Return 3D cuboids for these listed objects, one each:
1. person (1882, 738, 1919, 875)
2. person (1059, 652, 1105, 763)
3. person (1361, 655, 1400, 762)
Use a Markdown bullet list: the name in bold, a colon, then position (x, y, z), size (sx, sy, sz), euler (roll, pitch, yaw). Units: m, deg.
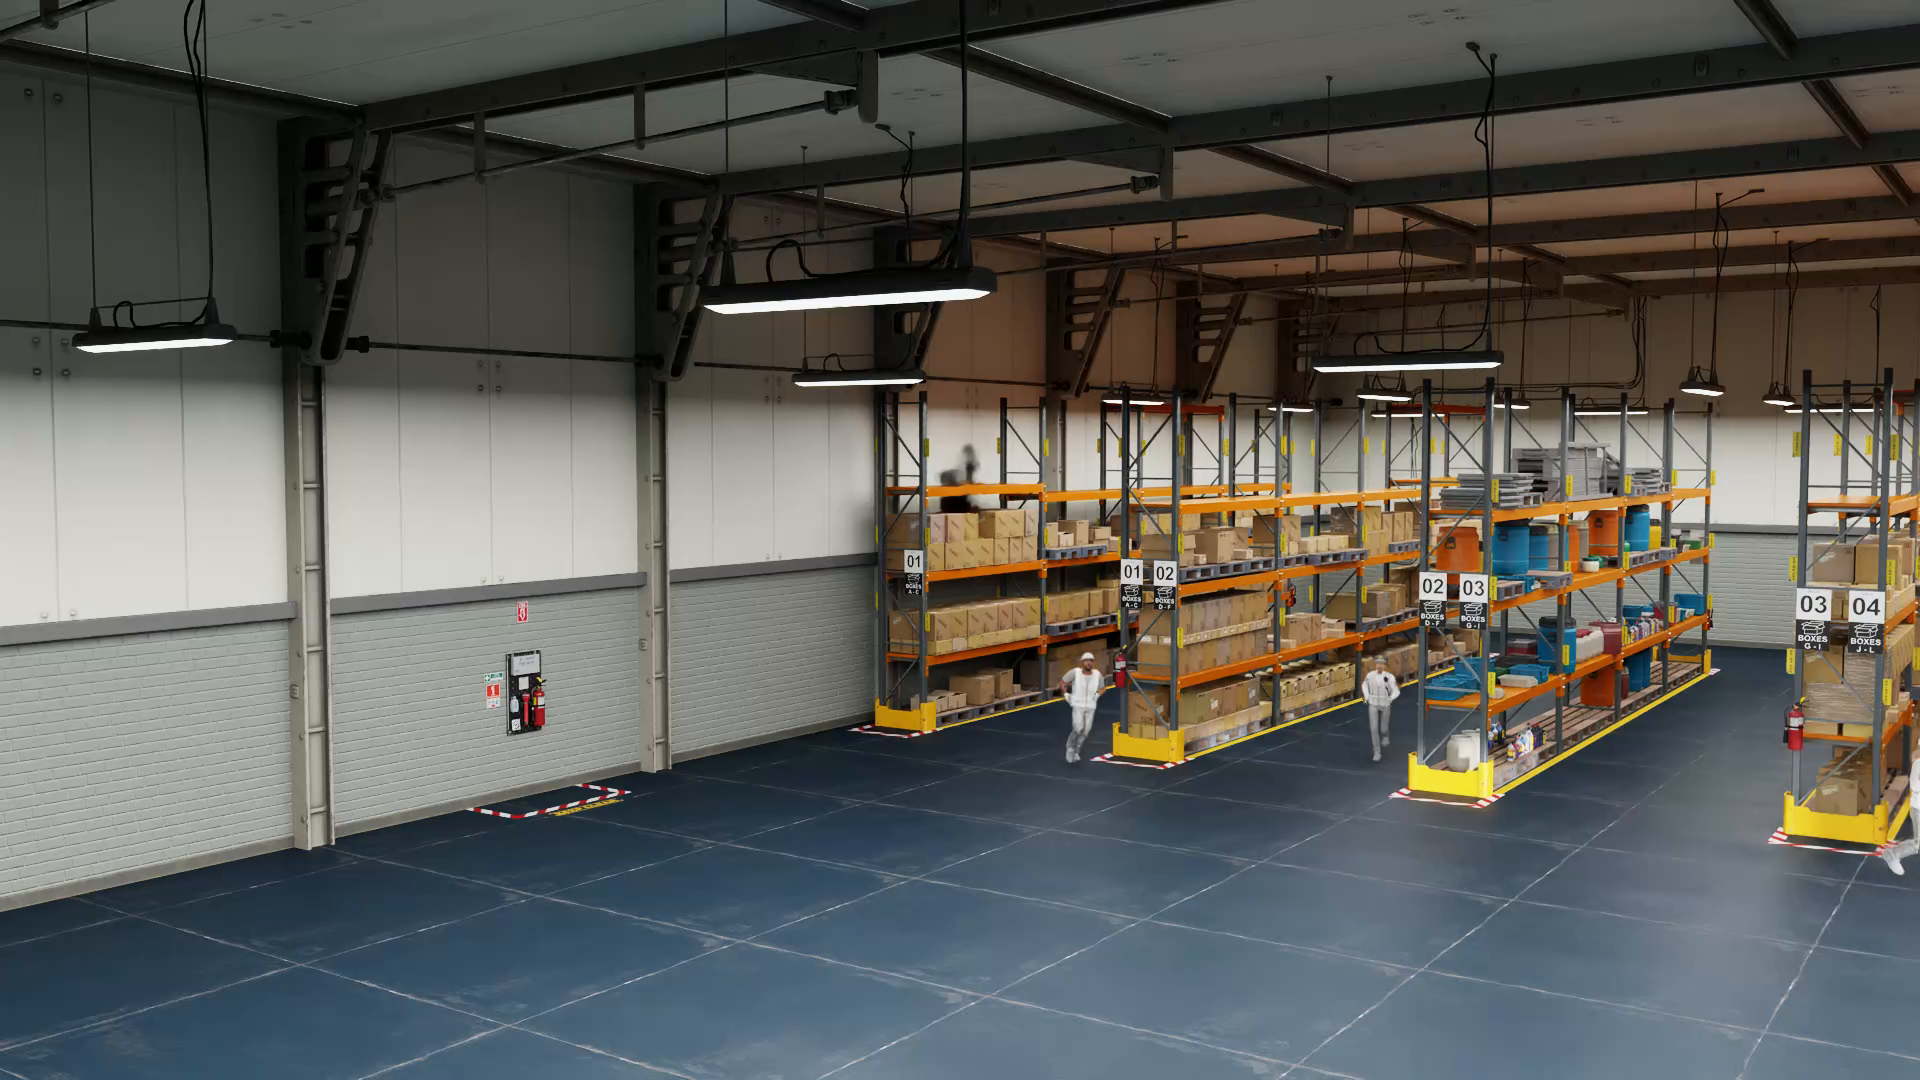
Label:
- **person**: position (10.986, 3.058, 18.866), size (0.666, 1.773, 0.965), euler (-2, 4, -28)
- **person**: position (1.959, 2.643, 26.208), size (0.705, 1.751, 0.583), euler (-1, 3, -13)
- **person**: position (6.786, 2.687, 26.885), size (0.618, 1.690, 0.799), euler (1, 3, 22)
